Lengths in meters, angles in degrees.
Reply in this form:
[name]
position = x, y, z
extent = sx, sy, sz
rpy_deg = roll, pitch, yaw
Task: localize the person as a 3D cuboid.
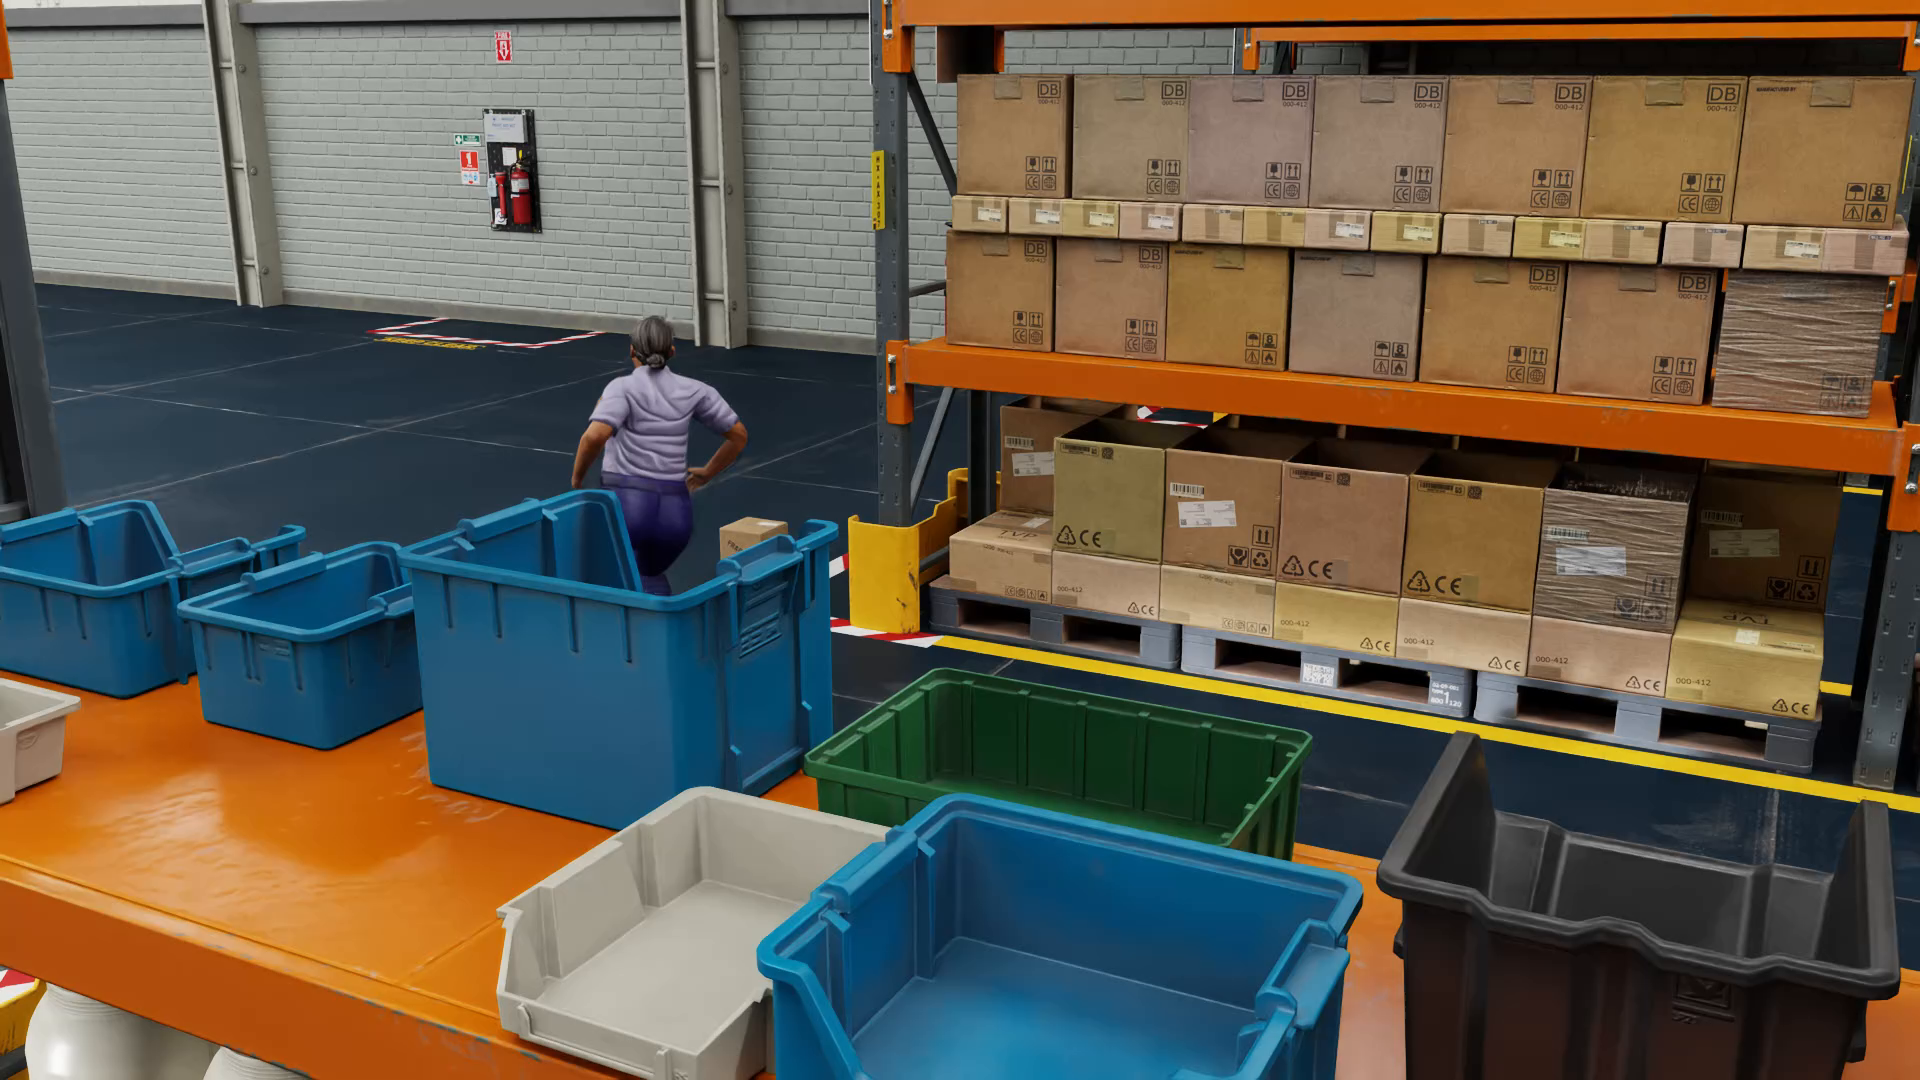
[person]
position = -1.409, -0.123, 6.730
extent = 1.041, 1.544, 0.539
rpy_deg = -12, 20, -35
